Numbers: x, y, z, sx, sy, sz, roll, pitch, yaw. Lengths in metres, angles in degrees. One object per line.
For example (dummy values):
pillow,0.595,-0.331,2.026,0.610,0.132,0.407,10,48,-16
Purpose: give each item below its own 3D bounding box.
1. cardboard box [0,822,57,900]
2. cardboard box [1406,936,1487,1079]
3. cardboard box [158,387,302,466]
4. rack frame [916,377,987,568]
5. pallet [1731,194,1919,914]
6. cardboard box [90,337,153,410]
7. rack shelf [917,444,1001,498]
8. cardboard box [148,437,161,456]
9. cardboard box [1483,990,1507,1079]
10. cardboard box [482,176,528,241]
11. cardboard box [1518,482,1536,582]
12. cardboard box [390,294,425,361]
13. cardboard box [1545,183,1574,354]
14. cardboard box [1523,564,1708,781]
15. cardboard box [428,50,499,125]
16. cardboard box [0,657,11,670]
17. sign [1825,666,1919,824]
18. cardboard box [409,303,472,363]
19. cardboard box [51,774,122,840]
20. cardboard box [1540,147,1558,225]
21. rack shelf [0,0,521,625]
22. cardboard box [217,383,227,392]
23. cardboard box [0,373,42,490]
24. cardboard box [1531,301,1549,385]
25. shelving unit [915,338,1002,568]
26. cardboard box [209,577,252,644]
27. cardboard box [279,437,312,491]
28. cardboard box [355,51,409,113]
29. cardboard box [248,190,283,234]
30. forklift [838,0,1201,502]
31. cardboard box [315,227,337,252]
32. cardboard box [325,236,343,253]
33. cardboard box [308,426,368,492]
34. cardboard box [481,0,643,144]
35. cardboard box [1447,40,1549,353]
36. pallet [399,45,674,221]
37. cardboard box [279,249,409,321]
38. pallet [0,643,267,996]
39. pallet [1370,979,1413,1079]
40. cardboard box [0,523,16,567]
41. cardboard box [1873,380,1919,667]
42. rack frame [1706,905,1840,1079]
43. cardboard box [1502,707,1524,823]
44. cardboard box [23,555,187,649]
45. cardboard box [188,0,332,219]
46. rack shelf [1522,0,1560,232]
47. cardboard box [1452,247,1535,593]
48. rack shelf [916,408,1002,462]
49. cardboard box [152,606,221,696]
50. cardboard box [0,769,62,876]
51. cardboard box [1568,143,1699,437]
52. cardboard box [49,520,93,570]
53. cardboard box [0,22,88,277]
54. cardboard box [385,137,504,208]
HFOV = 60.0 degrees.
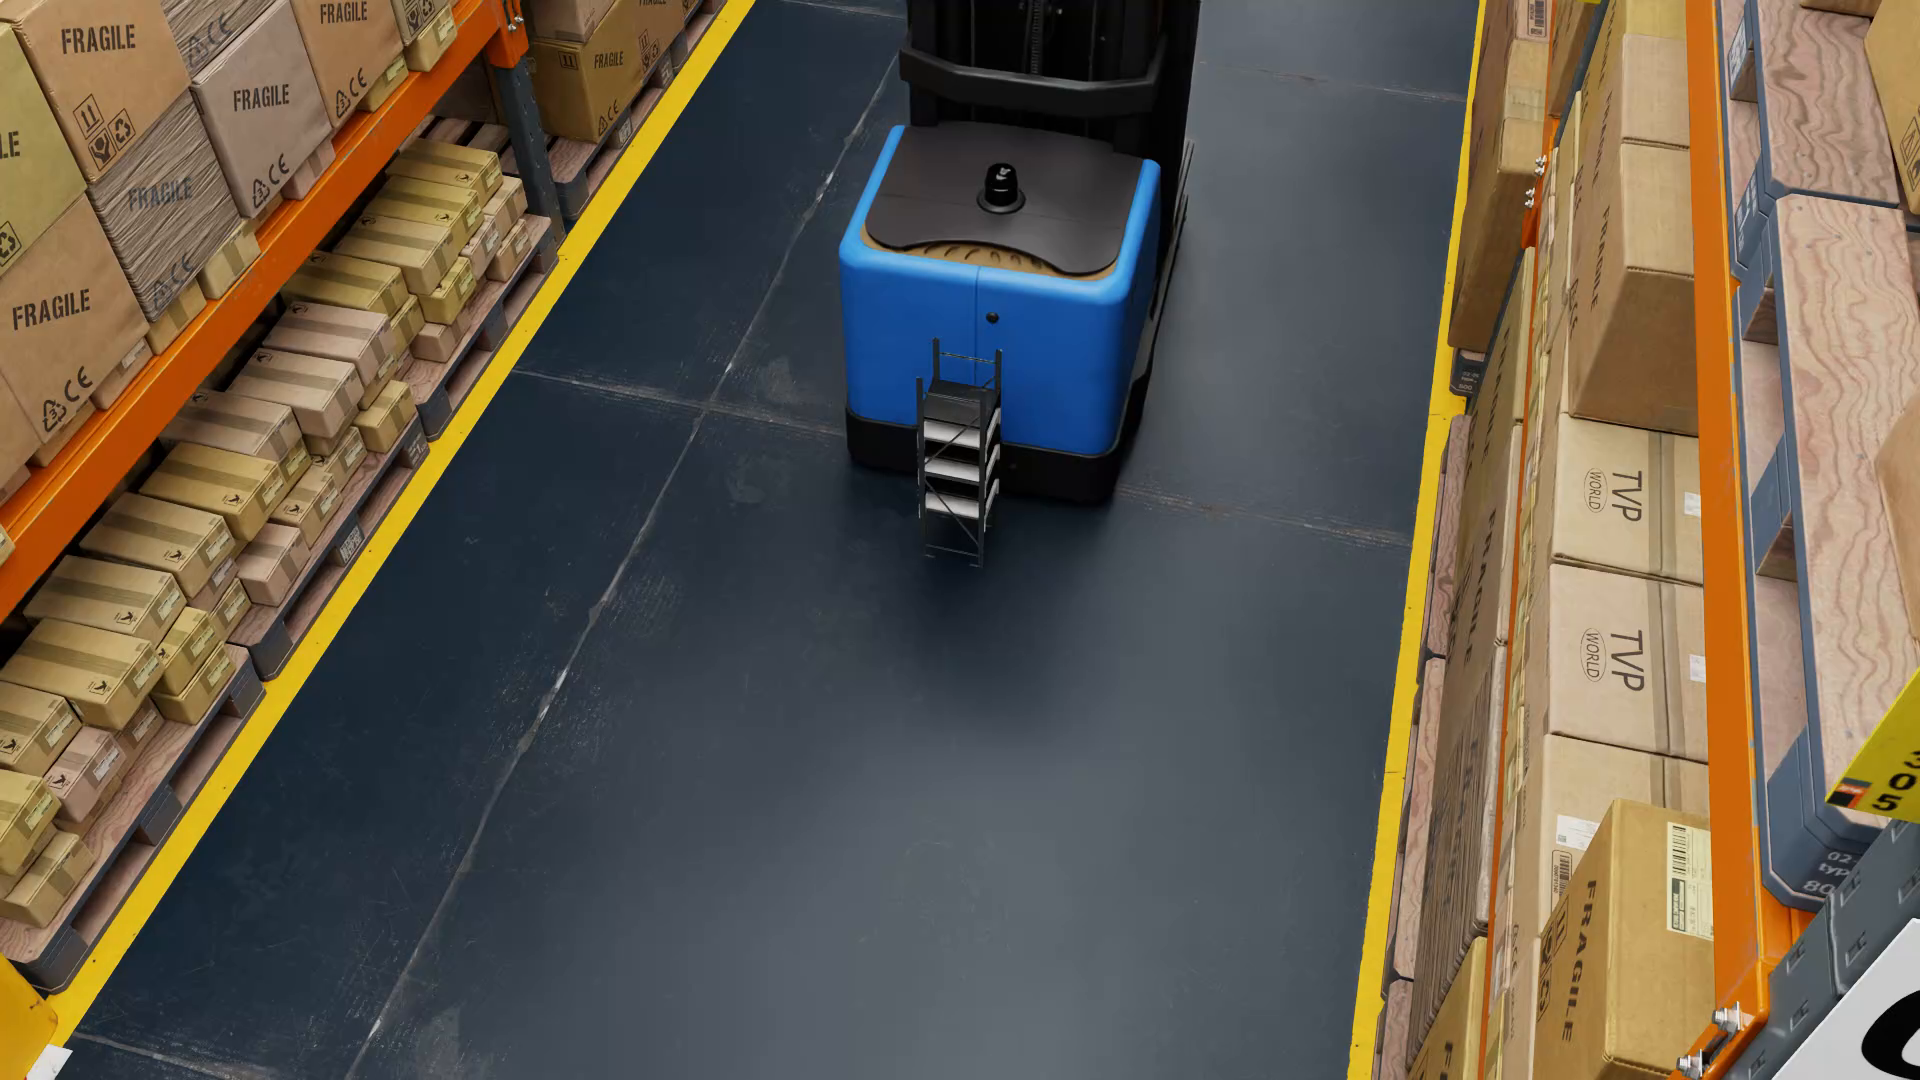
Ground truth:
cardboard box,-2.925,0.871,4.904,0.380,0.149,0.250,13,50,12
cardboard box,1.539,1.630,3.947,0.875,0.875,0.875,12,50,10
cardboard box,-2.544,-0.368,5.798,0.380,0.149,0.250,12,50,10
rack frame,-0.029,-0.218,5.843,0.240,0.900,0.006,12,50,10
pallet,1.633,0.043,2.270,1.003,0.211,1.213,12,50,10
cardboard box,-2.637,-0.548,4.901,0.380,0.149,0.250,11,49,9
rack shelf,-0.002,-0.270,5.932,0.258,0.077,0.200,12,50,10
cardboard box,-2.985,-0.459,5.879,0.380,0.149,0.250,12,50,10
cardboard box,1.290,1.117,3.431,0.380,0.149,0.250,12,50,10
cardboard box,-2.034,-1.404,6.911,0.380,0.149,0.250,12,50,11
cardboard box,1.693,0.011,4.407,0.380,0.149,0.250,10,49,9
cardboard box,-2.308,-0.846,6.419,0.380,0.149,0.250,12,50,10
cardboard box,1.988,-0.750,4.813,0.500,0.250,0.500,11,50,10
cardboard box,1.587,0.358,3.835,0.500,0.250,0.500,10,49,9
cardboard box,-2.306,-2.297,7.664,0.500,0.500,0.500,11,49,9
cardboard box,-3.251,0.496,5.433,0.380,0.149,0.250,11,50,10
sign,0.928,0.169,1.562,0.100,0.325,0.005,12,50,10
cardboard box,-2.189,-0.869,6.638,0.380,0.149,0.250,10,49,9
cardboard box,-2.874,0.776,5.186,0.380,0.149,0.250,11,50,10
cardboard box,2.102,-1.117,5.403,0.380,0.149,0.250,12,50,10
rack shelf,-2.784,-0.715,5.361,1.077,0.370,4.000,12,50,10
cardboard box,-2.968,-0.552,6.159,0.380,0.149,0.250,11,50,10
cardboard box,-2.810,-0.301,4.250,0.500,0.500,0.500,12,50,10
cardboard box,1.896,-0.546,4.898,0.380,0.149,0.250,10,49,9
shelving unit,-0.002,-0.292,5.907,0.258,0.900,0.210,12,50,10
cardboard box,-2.667,0.229,5.669,0.380,0.149,0.250,12,50,10
cardboard box,-2.557,-0.283,5.922,0.380,0.149,0.250,14,50,12
cardboard box,-2.198,-1.675,5.895,0.380,0.149,0.250,13,50,12
cardboard box,-2.451,-1.117,5.403,0.380,0.149,0.250,11,49,9
forklift,0.397,-2.245,6.277,1.130,2.935,3.031,10,49,9
cardboard box,-2.697,-1.204,6.537,0.380,0.149,0.250,11,49,10
cardboard box,-2.672,-1.111,6.653,0.380,0.149,0.250,11,50,10
cardboard box,-2.438,-0.321,6.154,0.380,0.149,0.250,12,50,11
cardboard box,-1.808,-2.194,7.573,0.500,0.500,0.500,13,50,11
cardboard box,2.650,-1.251,6.490,1.225,0.875,0.875,12,50,10
pallet,-2.055,-2.041,7.910,1.003,0.211,1.213,12,50,10
cardboard box,-2.332,-0.937,6.301,0.380,0.149,0.250,13,50,11
pallet,-3.043,0.780,5.421,1.003,0.211,1.213,12,50,10
pallet,1.583,1.874,4.455,1.003,0.211,1.213,12,50,10
cardboard box,-2.760,0.030,4.390,0.380,0.149,0.250,10,49,9
cardboard box,1.533,-0.039,1.870,0.700,0.500,0.500,9,49,8
rack frame,1.448,1.545,2.886,1.000,3.000,0.127,12,50,10
cardboard box,1.491,0.567,3.917,0.380,0.149,0.250,11,49,9
cardboard box,-2.713,0.213,5.286,0.380,0.149,0.250,9,49,8
cardboard box,-2.383,-1.391,5.212,0.500,0.500,0.500,11,50,10
rack shelf,3.027,-2.557,6.986,1.077,0.370,4.000,12,50,10
cardboard box,2.250,-0.322,5.671,0.875,0.875,0.875,12,50,10
rack shelf,-0.002,-0.389,5.797,0.258,0.077,0.200,12,50,10
cardboard box,-2.648,0.325,5.385,0.380,0.149,0.250,13,50,11
cardboard box,-2.845,0.789,4.778,0.380,0.149,0.250,10,49,8
cardboard box,1.858,-0.617,4.196,0.500,0.500,0.500,10,49,9
cardboard box,-3.188,0.008,5.665,0.380,0.149,0.250,12,50,11
cardboard box,-2.651,-0.980,4.182,0.500,0.500,0.500,11,49,9
cardboard box,-2.101,-1.484,6.783,0.380,0.149,0.250,13,50,11
